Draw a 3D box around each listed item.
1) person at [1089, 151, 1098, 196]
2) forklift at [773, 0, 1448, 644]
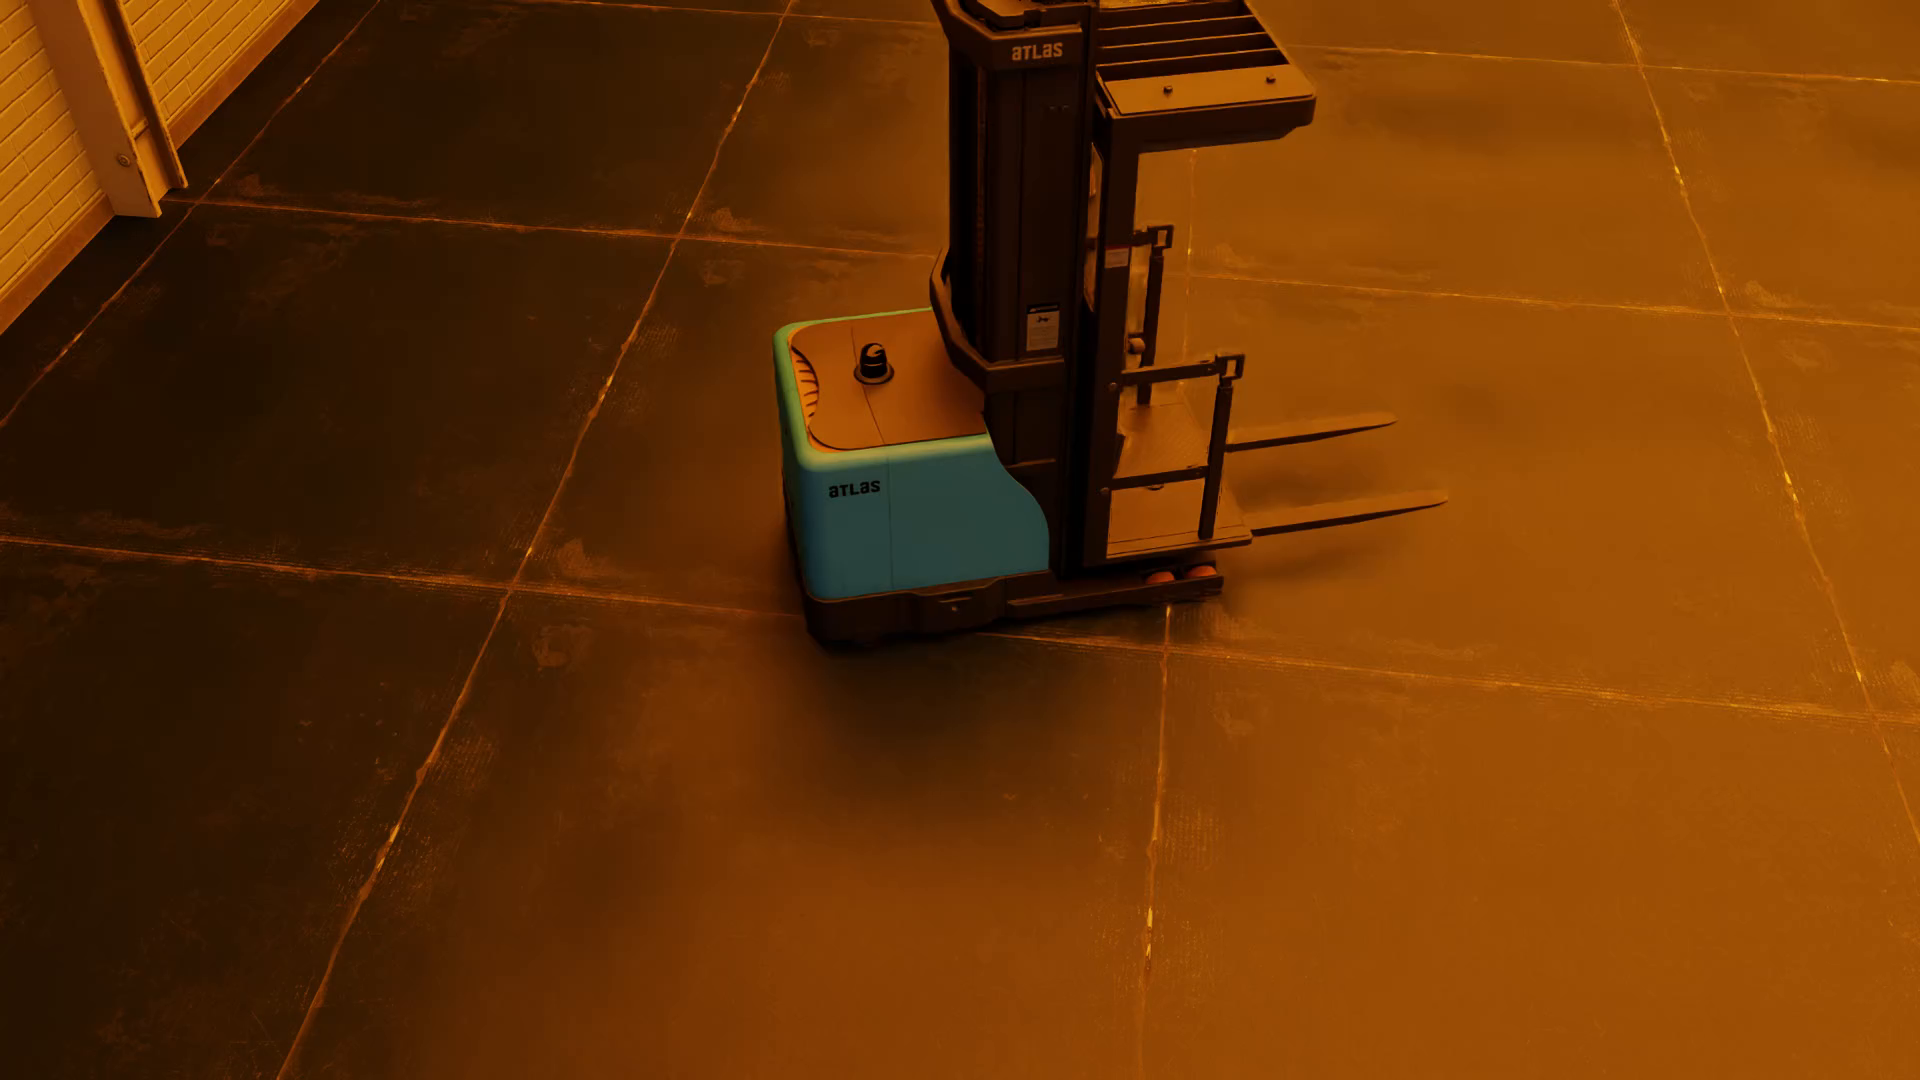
[{"bbox_3d":[0.570,-2.509,9.568,1.107,1.570,0.479,-22,47,-22],"label":"person"},{"bbox_3d":[0.731,-1.120,6.943,3.031,2.935,1.130,-8,43,-8],"label":"forklift"}]
